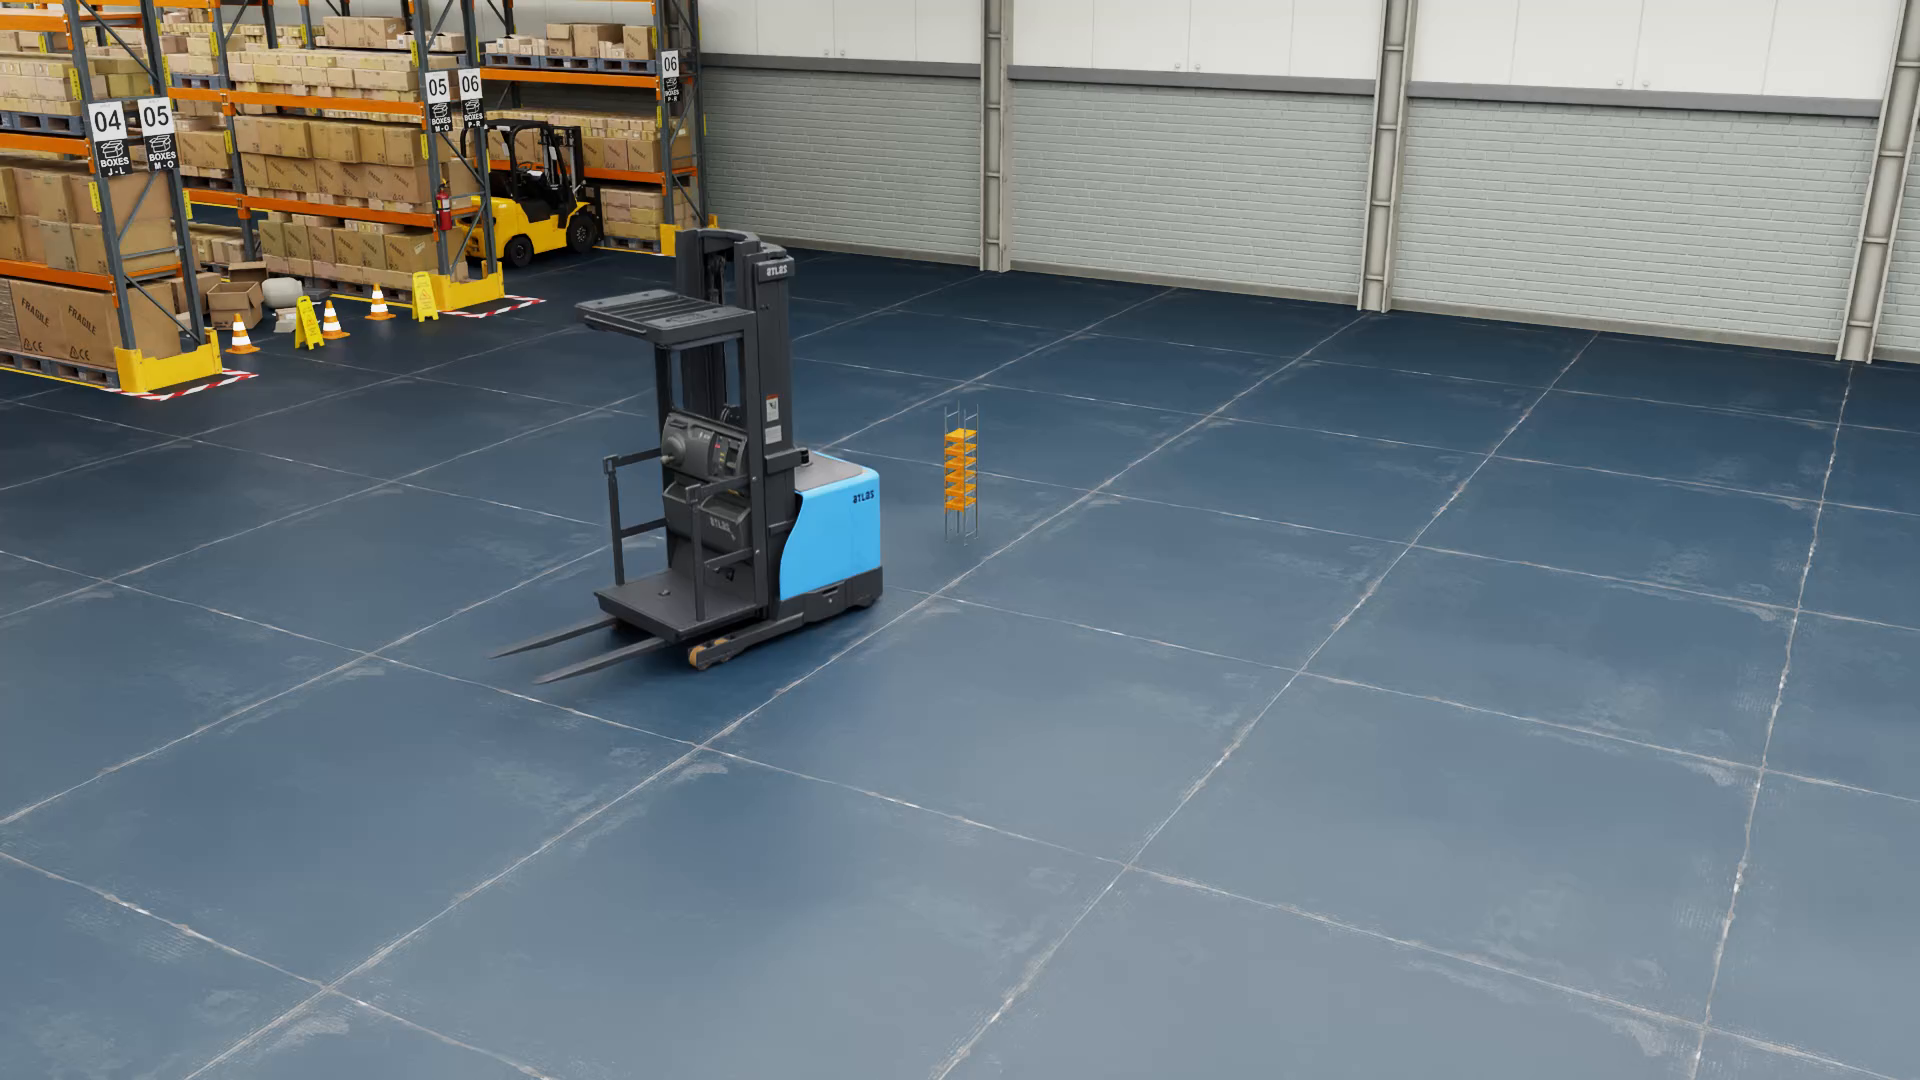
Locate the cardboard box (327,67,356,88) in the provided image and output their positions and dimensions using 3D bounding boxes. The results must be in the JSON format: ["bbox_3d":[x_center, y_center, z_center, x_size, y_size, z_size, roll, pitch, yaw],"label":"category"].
[{"bbox_3d":[-8.405,-6.427,23.070,0.500,0.250,0.500,12,23,29],"label":"cardboard box"}]

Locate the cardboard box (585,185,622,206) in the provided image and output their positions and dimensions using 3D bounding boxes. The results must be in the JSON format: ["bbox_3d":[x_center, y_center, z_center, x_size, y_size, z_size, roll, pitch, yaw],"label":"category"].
[{"bbox_3d":[-5.964,-5.775,27.837,0.500,0.250,0.500,11,23,28],"label":"cardboard box"}]

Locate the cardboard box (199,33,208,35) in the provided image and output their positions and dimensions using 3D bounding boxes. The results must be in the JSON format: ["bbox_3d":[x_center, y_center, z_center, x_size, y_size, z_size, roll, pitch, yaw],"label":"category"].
[{"bbox_3d":[-14.032,-9.447,31.217,0.250,0.149,0.380,11,22,27],"label":"cardboard box"}]

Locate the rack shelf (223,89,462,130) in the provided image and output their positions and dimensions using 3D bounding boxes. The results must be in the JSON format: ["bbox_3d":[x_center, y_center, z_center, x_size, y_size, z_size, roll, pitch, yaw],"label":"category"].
[{"bbox_3d":[-8.679,-6.179,23.656,4.000,0.370,1.077,11,23,27],"label":"rack shelf"}]

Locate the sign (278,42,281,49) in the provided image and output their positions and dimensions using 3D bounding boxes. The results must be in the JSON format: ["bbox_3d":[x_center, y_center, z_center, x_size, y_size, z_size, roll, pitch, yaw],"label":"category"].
[{"bbox_3d":[-10.167,-7.255,24.810,0.005,0.325,0.100,11,23,27],"label":"sign"}]

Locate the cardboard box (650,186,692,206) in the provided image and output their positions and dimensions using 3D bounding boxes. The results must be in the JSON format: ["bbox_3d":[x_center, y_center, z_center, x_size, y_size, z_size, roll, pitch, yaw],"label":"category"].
[{"bbox_3d":[-4.843,-5.764,27.805,0.500,0.250,0.500,10,22,26],"label":"cardboard box"}]

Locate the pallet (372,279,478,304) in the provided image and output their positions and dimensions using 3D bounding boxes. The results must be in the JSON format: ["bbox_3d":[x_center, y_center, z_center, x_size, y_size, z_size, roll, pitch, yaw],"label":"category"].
[{"bbox_3d":[-7.691,-3.622,24.039,1.213,0.211,1.003,11,23,27],"label":"pallet"}]

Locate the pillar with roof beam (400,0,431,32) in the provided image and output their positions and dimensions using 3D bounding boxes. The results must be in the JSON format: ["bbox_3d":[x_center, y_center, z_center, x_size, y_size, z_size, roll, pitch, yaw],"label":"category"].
[{"bbox_3d":[-12.022,-9.173,26.456,0.400,9.000,9.100,11,23,27],"label":"pillar with roof beam"}]

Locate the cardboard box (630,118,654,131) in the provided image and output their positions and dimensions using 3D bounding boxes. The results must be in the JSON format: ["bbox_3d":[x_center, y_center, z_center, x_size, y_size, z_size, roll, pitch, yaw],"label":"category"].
[{"bbox_3d":[-5.162,-6.773,27.103,0.250,0.149,0.380,11,23,27],"label":"cardboard box"}]

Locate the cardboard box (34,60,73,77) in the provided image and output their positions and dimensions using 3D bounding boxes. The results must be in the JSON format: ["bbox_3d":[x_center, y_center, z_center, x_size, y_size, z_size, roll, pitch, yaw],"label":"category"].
[{"bbox_3d":[-9.936,-5.192,18.317,0.250,0.149,0.380,11,23,28],"label":"cardboard box"}]

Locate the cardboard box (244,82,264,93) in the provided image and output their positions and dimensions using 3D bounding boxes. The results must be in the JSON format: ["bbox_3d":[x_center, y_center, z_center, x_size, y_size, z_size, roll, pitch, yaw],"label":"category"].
[{"bbox_3d":[-10.073,-6.546,23.980,0.250,0.149,0.380,11,23,27],"label":"cardboard box"}]

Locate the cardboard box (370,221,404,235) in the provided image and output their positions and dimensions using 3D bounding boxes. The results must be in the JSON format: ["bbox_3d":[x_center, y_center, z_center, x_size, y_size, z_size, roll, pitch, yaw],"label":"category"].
[{"bbox_3d":[-8.113,-4.433,23.553,0.250,0.149,0.380,12,23,29],"label":"cardboard box"}]

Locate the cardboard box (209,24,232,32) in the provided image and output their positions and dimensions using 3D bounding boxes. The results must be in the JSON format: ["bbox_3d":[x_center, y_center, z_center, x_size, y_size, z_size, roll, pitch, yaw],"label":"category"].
[{"bbox_3d":[-13.787,-9.550,31.065,0.250,0.149,0.380,11,23,28],"label":"cardboard box"}]

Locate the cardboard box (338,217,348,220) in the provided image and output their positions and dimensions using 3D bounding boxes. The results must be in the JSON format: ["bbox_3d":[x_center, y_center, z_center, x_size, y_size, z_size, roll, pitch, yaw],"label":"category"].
[{"bbox_3d":[-9.333,-4.594,24.948,0.500,0.500,0.500,11,23,28],"label":"cardboard box"}]

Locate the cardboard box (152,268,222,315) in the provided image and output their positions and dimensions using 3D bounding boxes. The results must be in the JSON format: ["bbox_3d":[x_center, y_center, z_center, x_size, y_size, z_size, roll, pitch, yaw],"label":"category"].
[{"bbox_3d":[-10.522,-3.356,22.679,0.503,0.637,0.797,11,23,27],"label":"cardboard box"}]

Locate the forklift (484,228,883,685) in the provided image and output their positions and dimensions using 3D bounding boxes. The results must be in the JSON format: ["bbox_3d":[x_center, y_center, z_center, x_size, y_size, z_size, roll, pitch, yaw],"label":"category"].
[{"bbox_3d":[-1.997,-0.654,11.870,1.130,2.935,3.031,19,27,41],"label":"forklift"}]

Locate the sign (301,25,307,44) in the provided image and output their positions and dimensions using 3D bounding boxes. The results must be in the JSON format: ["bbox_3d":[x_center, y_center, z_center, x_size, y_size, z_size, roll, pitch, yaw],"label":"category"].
[{"bbox_3d":[-11.766,-9.075,29.826,0.005,0.325,0.100,11,23,27],"label":"sign"}]

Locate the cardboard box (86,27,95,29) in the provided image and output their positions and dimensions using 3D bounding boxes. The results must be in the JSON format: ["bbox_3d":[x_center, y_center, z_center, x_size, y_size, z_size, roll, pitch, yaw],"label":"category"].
[{"bbox_3d":[-16.889,-10.228,32.814,0.500,0.250,0.500,11,23,29],"label":"cardboard box"}]

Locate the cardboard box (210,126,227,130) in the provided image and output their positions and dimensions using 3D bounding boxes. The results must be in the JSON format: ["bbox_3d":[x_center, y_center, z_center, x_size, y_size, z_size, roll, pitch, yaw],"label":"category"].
[{"bbox_3d":[-11.132,-6.070,25.501,0.500,0.500,0.500,11,23,27],"label":"cardboard box"}]

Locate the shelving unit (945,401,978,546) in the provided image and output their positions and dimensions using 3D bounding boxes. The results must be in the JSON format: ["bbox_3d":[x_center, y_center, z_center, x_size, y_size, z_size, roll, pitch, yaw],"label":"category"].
[{"bbox_3d":[0.013,-0.562,14.154,0.189,1.200,0.258,11,23,27],"label":"shelving unit"}]

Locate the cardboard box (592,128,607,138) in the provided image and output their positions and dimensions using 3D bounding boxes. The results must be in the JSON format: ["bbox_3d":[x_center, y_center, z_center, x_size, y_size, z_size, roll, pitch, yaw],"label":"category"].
[{"bbox_3d":[-5.856,-6.749,27.473,0.250,0.149,0.380,10,22,26],"label":"cardboard box"}]

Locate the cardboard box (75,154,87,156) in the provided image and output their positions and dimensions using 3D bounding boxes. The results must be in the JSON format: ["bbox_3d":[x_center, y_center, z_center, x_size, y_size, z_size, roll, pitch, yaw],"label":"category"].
[{"bbox_3d":[-13.637,-6.345,26.259,0.500,0.500,0.500,10,22,26],"label":"cardboard box"}]

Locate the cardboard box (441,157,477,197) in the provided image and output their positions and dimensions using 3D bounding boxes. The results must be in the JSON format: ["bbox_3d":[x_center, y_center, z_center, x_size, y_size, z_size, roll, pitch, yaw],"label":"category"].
[{"bbox_3d":[-7.211,-5.122,23.504,0.500,0.500,0.500,10,22,26],"label":"cardboard box"}]

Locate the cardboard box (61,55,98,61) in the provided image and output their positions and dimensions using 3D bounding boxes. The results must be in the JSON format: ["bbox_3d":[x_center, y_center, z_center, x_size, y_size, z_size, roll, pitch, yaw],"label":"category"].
[{"bbox_3d":[-10.057,-5.472,19.089,0.250,0.149,0.380,11,23,28],"label":"cardboard box"}]

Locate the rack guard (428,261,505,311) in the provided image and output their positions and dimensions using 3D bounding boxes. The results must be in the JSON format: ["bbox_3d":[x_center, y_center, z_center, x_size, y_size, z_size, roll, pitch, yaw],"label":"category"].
[{"bbox_3d":[-6.999,-3.612,23.589,0.348,0.500,1.175,11,23,27],"label":"rack guard"}]

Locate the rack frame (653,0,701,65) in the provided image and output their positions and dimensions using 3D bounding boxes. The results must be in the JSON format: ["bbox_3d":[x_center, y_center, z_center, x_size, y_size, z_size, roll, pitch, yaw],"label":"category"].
[{"bbox_3d":[-4.516,-9.073,26.180,0.127,3.000,1.000,11,23,27],"label":"rack frame"}]

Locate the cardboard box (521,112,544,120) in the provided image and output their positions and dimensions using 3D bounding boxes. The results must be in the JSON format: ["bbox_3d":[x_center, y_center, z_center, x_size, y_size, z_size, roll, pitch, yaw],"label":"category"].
[{"bbox_3d":[-7.200,-7.138,28.111,0.250,0.149,0.380,11,23,28],"label":"cardboard box"}]

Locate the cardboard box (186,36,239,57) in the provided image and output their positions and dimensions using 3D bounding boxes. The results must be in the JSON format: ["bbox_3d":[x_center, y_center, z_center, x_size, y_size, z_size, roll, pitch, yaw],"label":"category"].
[{"bbox_3d":[-10.993,-7.270,24.480,0.500,0.250,0.500,11,23,29],"label":"cardboard box"}]

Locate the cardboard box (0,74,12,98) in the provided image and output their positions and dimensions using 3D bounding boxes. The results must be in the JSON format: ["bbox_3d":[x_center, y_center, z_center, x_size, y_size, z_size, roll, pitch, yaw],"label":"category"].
[{"bbox_3d":[-10.697,-5.173,18.849,0.500,0.250,0.500,11,22,27],"label":"cardboard box"}]

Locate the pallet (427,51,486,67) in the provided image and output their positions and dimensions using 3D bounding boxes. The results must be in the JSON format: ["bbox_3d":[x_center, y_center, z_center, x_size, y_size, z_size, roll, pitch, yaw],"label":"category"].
[{"bbox_3d":[-8.784,-8.381,28.952,1.217,0.209,0.805,10,22,25],"label":"pallet"}]

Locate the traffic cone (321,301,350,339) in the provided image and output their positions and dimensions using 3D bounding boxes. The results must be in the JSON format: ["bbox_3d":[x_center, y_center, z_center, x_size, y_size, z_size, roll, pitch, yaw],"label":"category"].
[{"bbox_3d":[-8.182,-2.882,21.632,0.334,0.463,0.336,11,23,27],"label":"traffic cone"}]

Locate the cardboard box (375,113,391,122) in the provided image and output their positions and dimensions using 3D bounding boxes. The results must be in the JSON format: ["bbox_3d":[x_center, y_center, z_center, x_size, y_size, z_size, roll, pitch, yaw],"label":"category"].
[{"bbox_3d":[-10.233,-7.583,29.772,0.250,0.149,0.380,11,23,28],"label":"cardboard box"}]

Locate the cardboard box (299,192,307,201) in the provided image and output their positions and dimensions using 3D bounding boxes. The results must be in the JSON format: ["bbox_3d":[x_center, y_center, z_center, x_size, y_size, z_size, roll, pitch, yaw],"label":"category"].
[{"bbox_3d":[-9.367,-5.025,24.188,0.250,0.149,0.380,11,23,27],"label":"cardboard box"}]

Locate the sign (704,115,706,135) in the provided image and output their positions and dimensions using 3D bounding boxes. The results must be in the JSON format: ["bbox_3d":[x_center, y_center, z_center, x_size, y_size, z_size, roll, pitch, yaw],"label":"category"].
[{"bbox_3d":[-4.240,-6.861,27.494,0.005,0.325,0.100,11,23,27],"label":"sign"}]

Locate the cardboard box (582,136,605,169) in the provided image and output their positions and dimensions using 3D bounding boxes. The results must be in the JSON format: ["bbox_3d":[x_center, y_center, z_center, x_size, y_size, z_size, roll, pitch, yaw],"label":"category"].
[{"bbox_3d":[-5.969,-6.477,27.676,0.500,0.500,0.500,10,22,26],"label":"cardboard box"}]

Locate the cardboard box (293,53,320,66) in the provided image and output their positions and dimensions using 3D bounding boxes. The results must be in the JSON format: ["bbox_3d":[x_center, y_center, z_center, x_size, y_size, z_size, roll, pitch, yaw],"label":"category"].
[{"bbox_3d":[-9.146,-6.756,23.392,0.250,0.149,0.380,10,22,26],"label":"cardboard box"}]

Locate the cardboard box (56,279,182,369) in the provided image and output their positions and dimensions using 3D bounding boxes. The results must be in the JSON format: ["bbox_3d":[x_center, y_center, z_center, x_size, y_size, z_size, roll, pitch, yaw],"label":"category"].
[{"bbox_3d":[-9.883,-2.575,19.566,0.875,0.875,0.875,11,23,28],"label":"cardboard box"}]

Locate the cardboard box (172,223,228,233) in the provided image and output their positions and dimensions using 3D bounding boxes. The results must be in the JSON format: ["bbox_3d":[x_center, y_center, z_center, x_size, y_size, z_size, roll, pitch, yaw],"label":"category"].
[{"bbox_3d":[-12.121,-4.722,26.220,0.625,0.372,0.950,12,23,29],"label":"cardboard box"}]

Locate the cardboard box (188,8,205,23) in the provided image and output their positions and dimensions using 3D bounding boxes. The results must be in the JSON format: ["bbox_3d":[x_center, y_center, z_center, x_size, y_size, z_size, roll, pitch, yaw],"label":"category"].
[{"bbox_3d":[-14.691,-10.089,31.942,0.258,0.266,0.396,10,22,27],"label":"cardboard box"}]

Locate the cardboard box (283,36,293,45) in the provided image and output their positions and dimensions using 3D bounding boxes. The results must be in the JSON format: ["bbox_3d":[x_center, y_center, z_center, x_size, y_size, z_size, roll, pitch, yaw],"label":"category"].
[{"bbox_3d":[-12.143,-9.146,30.416,0.250,0.149,0.380,10,22,26],"label":"cardboard box"}]

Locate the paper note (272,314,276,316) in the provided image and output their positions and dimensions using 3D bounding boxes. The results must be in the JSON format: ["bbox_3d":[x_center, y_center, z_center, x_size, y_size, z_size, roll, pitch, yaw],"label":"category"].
[{"bbox_3d":[-9.398,-3.124,22.948,0.148,0.019,0.142,-16,26,-38],"label":"paper note"}]

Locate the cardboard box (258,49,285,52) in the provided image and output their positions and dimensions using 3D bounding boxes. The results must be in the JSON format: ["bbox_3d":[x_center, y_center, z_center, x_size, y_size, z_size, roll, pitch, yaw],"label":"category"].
[{"bbox_3d":[-10.042,-7.118,24.391,0.250,0.149,0.380,11,23,28],"label":"cardboard box"}]

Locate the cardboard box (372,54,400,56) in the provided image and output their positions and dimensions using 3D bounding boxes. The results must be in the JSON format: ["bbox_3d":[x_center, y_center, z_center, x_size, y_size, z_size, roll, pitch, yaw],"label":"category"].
[{"bbox_3d":[-8.006,-6.734,23.332,0.250,0.149,0.380,11,23,27],"label":"cardboard box"}]

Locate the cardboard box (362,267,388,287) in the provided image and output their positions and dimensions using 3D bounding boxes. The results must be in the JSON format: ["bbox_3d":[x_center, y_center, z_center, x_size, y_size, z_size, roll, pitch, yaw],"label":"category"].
[{"bbox_3d":[-8.218,-3.822,23.919,0.500,0.250,0.500,11,23,27],"label":"cardboard box"}]

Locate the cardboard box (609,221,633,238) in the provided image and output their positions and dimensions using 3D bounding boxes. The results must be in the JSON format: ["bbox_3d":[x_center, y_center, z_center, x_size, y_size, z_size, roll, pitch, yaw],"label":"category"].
[{"bbox_3d":[-5.509,-5.227,27.792,0.500,0.250,0.500,11,23,27],"label":"cardboard box"}]

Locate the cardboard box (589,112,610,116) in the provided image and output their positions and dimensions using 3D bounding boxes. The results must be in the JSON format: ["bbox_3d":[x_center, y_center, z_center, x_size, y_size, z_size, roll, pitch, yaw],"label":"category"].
[{"bbox_3d":[-6.041,-7.129,28.086,0.250,0.149,0.380,11,23,28],"label":"cardboard box"}]

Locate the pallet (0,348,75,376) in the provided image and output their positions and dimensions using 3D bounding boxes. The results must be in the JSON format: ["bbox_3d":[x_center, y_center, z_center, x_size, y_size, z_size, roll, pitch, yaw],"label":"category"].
[{"bbox_3d":[-11.056,-2.286,20.357,1.213,0.211,1.003,11,23,27],"label":"pallet"}]

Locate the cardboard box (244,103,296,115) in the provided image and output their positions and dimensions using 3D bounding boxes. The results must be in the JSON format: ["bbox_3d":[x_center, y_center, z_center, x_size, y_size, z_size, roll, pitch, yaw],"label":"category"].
[{"bbox_3d":[-13.015,-8.045,31.378,0.637,0.503,0.797,10,22,26],"label":"cardboard box"}]

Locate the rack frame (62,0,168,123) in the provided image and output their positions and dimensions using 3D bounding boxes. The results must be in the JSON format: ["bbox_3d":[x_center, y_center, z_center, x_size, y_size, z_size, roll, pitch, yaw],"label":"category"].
[{"bbox_3d":[-9.259,-6.104,17.996,0.127,3.000,1.000,11,23,27],"label":"rack frame"}]

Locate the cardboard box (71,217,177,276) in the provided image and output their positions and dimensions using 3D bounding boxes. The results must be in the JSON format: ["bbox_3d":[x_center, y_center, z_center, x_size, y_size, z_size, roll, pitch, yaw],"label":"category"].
[{"bbox_3d":[-9.605,-3.402,19.126,0.550,0.550,0.875,11,23,27],"label":"cardboard box"}]

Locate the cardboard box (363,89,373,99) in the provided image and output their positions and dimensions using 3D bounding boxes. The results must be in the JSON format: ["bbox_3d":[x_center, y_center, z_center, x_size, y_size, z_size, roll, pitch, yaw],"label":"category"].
[{"bbox_3d":[-8.018,-6.190,23.001,0.250,0.149,0.380,11,23,28],"label":"cardboard box"}]

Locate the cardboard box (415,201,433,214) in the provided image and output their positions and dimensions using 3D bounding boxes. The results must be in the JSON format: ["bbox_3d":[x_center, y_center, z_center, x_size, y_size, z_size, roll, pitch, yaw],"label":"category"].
[{"bbox_3d":[-7.364,-4.655,23.166,0.250,0.149,0.380,12,23,29],"label":"cardboard box"}]

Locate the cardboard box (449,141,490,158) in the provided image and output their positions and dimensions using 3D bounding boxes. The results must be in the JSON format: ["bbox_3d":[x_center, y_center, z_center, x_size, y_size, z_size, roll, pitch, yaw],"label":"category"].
[{"bbox_3d":[-8.575,-6.853,29.079,0.500,0.250,0.500,11,23,29],"label":"cardboard box"}]

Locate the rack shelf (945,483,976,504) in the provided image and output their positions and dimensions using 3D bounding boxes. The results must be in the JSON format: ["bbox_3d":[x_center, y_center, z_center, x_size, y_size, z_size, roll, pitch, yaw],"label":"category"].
[{"bbox_3d":[0.013,-0.407,14.210,0.180,0.103,0.258,11,23,27],"label":"rack shelf"}]

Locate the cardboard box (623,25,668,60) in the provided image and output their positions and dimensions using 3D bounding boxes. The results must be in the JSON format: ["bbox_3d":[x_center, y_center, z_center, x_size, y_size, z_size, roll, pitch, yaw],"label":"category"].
[{"bbox_3d":[-5.021,-7.955,26.589,0.500,0.500,0.500,12,23,29],"label":"cardboard box"}]

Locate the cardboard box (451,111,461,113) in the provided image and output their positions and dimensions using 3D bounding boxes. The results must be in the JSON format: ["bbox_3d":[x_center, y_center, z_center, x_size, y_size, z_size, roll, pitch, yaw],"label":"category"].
[{"bbox_3d":[-9.074,-7.579,29.763,0.250,0.149,0.380,11,23,27],"label":"cardboard box"}]
